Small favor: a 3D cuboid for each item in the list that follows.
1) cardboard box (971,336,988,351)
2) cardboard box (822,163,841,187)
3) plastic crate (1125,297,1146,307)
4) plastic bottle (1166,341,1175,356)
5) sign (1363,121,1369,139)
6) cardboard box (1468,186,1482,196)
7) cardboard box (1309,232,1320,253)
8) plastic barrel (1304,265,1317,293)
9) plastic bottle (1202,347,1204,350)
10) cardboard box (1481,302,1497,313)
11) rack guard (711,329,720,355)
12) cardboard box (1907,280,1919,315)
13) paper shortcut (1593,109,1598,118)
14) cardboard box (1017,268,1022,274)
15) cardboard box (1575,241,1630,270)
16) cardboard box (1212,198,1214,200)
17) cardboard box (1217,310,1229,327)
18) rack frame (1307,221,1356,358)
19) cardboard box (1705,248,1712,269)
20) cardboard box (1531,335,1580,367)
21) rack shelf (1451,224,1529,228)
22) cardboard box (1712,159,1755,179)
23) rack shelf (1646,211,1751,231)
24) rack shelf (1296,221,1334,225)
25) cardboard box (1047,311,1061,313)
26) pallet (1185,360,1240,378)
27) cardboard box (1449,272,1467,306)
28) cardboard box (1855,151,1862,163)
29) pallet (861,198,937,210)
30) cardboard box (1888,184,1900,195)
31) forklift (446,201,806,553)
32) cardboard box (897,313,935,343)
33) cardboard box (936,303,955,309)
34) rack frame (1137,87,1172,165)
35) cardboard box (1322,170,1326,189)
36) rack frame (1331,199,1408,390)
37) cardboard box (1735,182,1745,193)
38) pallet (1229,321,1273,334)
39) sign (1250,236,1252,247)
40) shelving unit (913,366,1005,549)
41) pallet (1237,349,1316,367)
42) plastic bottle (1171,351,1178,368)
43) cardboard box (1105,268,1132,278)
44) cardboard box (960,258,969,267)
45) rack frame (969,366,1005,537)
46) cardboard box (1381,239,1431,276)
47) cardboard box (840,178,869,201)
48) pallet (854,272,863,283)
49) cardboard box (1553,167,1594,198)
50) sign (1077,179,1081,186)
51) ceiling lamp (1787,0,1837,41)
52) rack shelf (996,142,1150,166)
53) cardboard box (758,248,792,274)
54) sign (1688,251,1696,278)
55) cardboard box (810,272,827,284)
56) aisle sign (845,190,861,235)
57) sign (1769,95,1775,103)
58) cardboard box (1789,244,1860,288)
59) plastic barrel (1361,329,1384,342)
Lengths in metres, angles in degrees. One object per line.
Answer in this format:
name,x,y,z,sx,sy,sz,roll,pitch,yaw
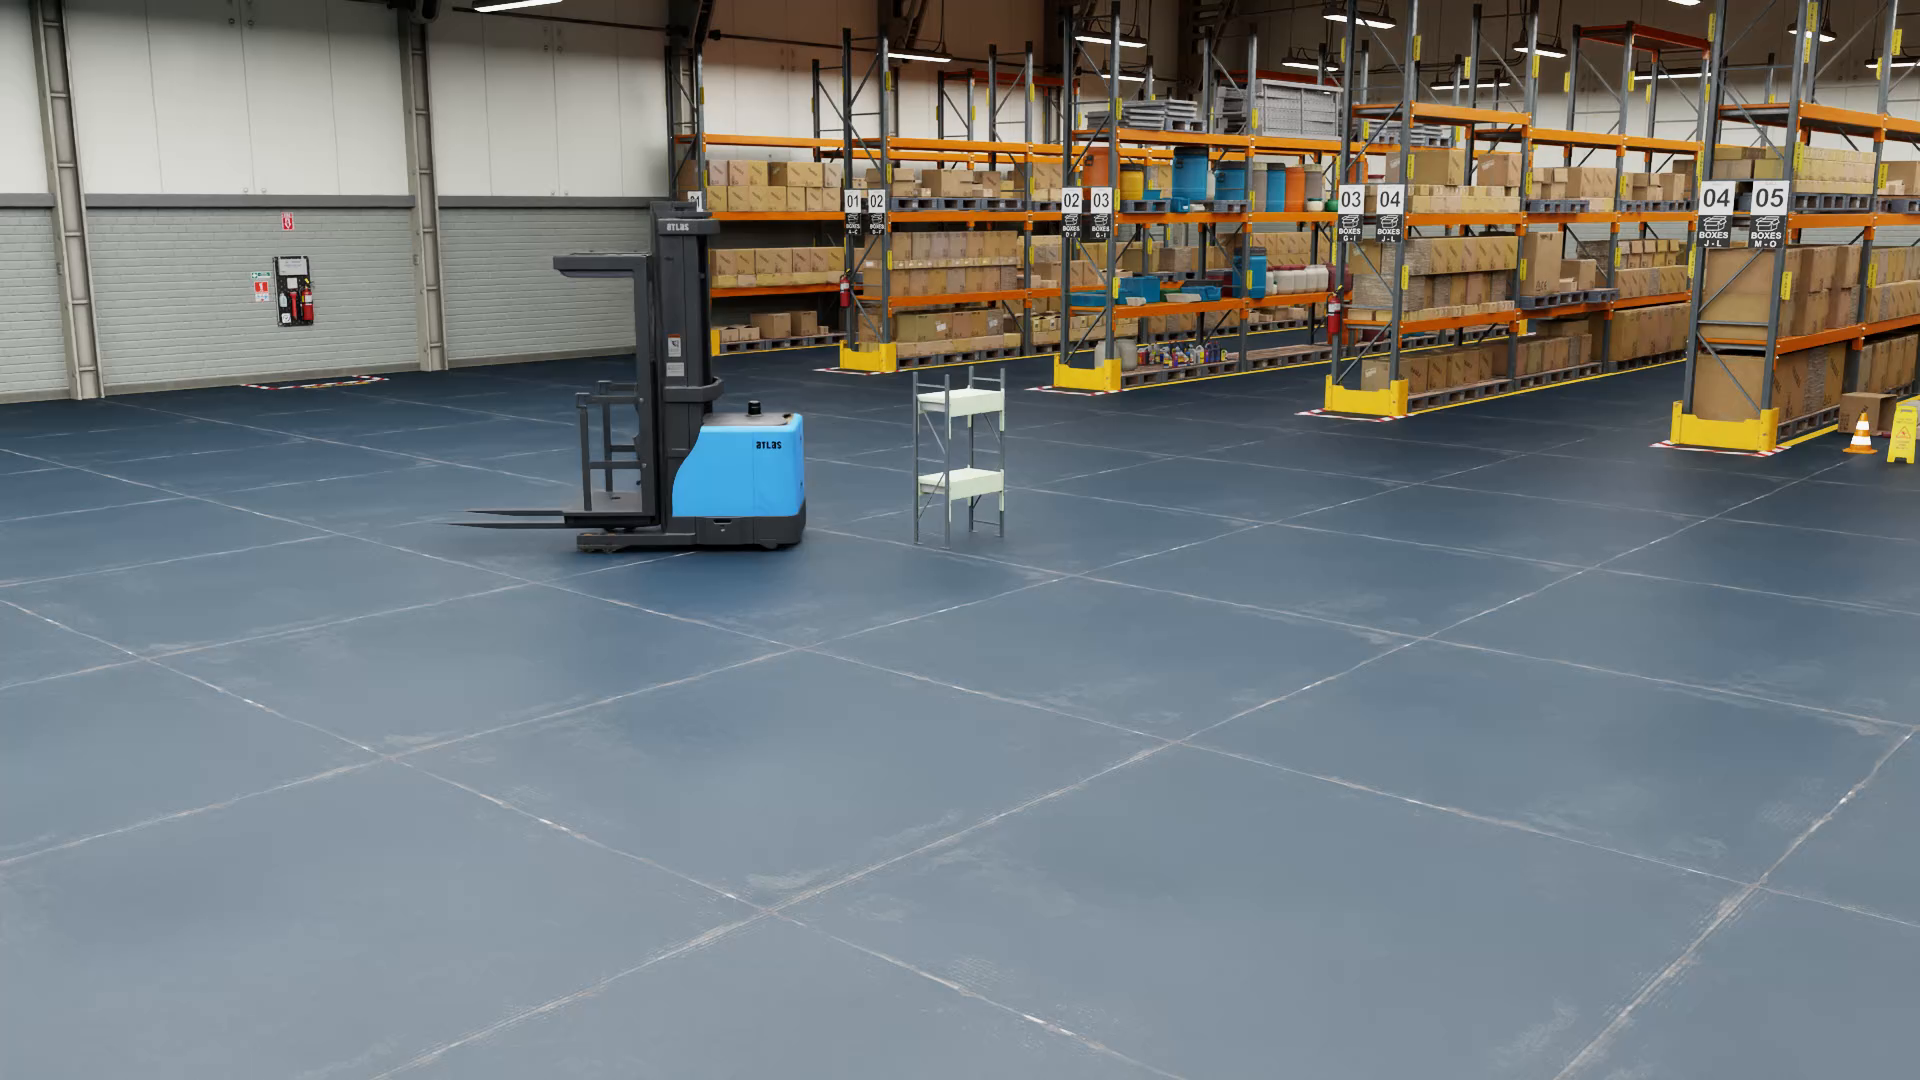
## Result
cardboard box,0.181,-3.782,31.936,0.500,0.250,0.500,10,15,40
cardboard box,-2.871,-7.720,35.186,0.500,0.500,0.500,8,14,36
plastic crate,2.890,-3.900,27.252,0.298,0.136,0.250,10,15,40
plastic bottle,3.729,-3.352,29.473,0.144,0.351,0.185,9,14,38
sign,7.756,-7.830,31.761,0.100,0.325,0.005,10,15,40
cardboard box,7.555,-5.200,24.797,0.380,0.149,0.250,11,16,43
cardboard box,8.481,-7.298,40.784,0.500,0.500,0.500,10,15,42
plastic barrel,6.542,-4.930,31.451,0.421,0.512,0.421,0,11,0
plastic bottle,4.235,-3.263,29.220,0.152,0.276,0.135,10,15,40
cardboard box,8.034,-3.579,25.612,0.380,0.149,0.250,10,15,40
rack guard,-5.334,-4.005,33.489,1.175,0.500,0.348,10,15,40
cardboard box,14.292,-3.694,25.295,0.500,0.500,0.500,10,15,40
paper shortcut,11.536,-7.748,30.173,0.009,0.170,0.078,23,-8,37
cardboard box,1.292,-6.529,40.333,0.380,0.149,0.250,10,15,41
cardboard box,11.554,-5.122,29.882,0.797,0.503,0.637,10,15,42
cardboard box,5.448,-7.955,37.639,0.600,0.600,0.600,10,15,40
cardboard box,5.817,-5.154,38.118,0.500,0.500,0.500,10,15,41
rack frame,7.338,-5.116,32.668,1.000,3.000,0.127,10,15,40
cardboard box,14.538,-5.613,32.865,0.500,0.500,0.500,10,15,40
cardboard box,10.275,-3.281,28.740,0.700,0.500,0.500,8,14,36
rack shelf,11.299,-7.117,36.864,1.077,0.370,4.000,10,15,40
cardboard box,9.550,-4.549,20.466,0.500,0.250,0.500,10,15,41
rack shelf,15.019,-6.477,33.658,1.077,0.370,4.000,10,15,40
rack shelf,7.581,-7.758,40.074,1.077,0.370,4.000,10,15,40
cardboard box,2.036,-4.622,34.709,0.500,0.311,0.500,10,15,40
pallet,4.223,-3.067,29.527,1.003,0.211,1.213,10,15,40
cardboard box,7.103,-3.800,25.064,0.875,0.500,0.500,10,15,40
cardboard box,11.577,-5.019,21.802,0.380,0.149,0.250,10,15,41
pallet,-1.175,-6.108,30.203,1.003,0.211,1.213,10,15,40
cardboard box,13.198,-5.006,23.774,0.380,0.149,0.250,10,15,40
forklift,-2.905,-1.431,14.395,3.031,2.935,1.130,0,11,-1
cardboard box,-0.811,-3.929,30.760,0.500,0.500,0.500,10,15,40
cardboard box,-0.540,-5.274,38.719,0.700,0.500,0.500,10,15,41
rack frame,5.177,-10.516,44.386,1.000,3.000,0.127,10,15,40
cardboard box,8.574,-8.867,40.980,0.700,0.500,0.500,10,15,40
rack frame,5.778,-3.299,23.569,1.000,3.000,0.127,10,15,40
cardboard box,9.402,-4.338,20.428,0.380,0.149,0.250,10,15,40
pallet,6.714,-5.079,39.602,1.003,0.211,1.213,10,15,40
sign,6.680,-6.842,38.354,0.100,0.325,0.005,10,15,40
shelving unit,-0.004,-0.734,14.559,0.431,1.500,0.755,10,15,40
pallet,5.992,-3.461,31.501,1.003,0.211,1.213,10,15,40
plastic bottle,3.651,-3.080,28.287,0.061,0.283,0.133,10,15,41
cardboard box,3.347,-5.666,35.646,0.500,0.311,0.500,11,16,44
cardboard box,-0.051,-5.242,31.386,0.380,0.149,0.250,10,15,42
rack frame,0.237,-0.788,14.829,0.400,1.500,0.023,10,15,40
cardboard box,6.346,-4.030,23.661,0.500,0.500,0.500,10,15,40
cardboard box,-2.323,-7.605,36.141,0.500,0.500,0.500,-9,15,-39
pallet,-2.130,-5.808,36.622,1.003,0.211,1.213,10,15,40
cardboard box,10.263,-5.991,27.856,0.500,0.500,0.500,10,15,41
sign,2.951,-8.796,41.308,0.100,0.325,0.005,10,15,40
ceiling lamp,15.219,-10.390,28.850,0.800,3.185,2.000,10,15,40
rack shelf,2.300,-7.856,33.926,1.077,0.370,4.000,10,15,40
cardboard box,-3.832,-5.780,34.407,0.500,0.500,0.500,10,15,42
sign,9.039,-3.399,20.509,0.100,0.325,0.005,10,15,40
cardboard box,-3.164,-5.564,35.241,0.500,0.250,0.500,10,15,41
aisle sign,-1.925,-5.883,29.871,0.394,0.787,0.004,10,15,40
sign,16.738,-9.019,34.306,0.100,0.325,0.005,10,15,40
cardboard box,11.532,-3.688,22.380,0.875,0.550,0.550,10,15,40
plastic barrel,8.394,-4.380,34.066,0.600,0.588,0.708,10,15,40
